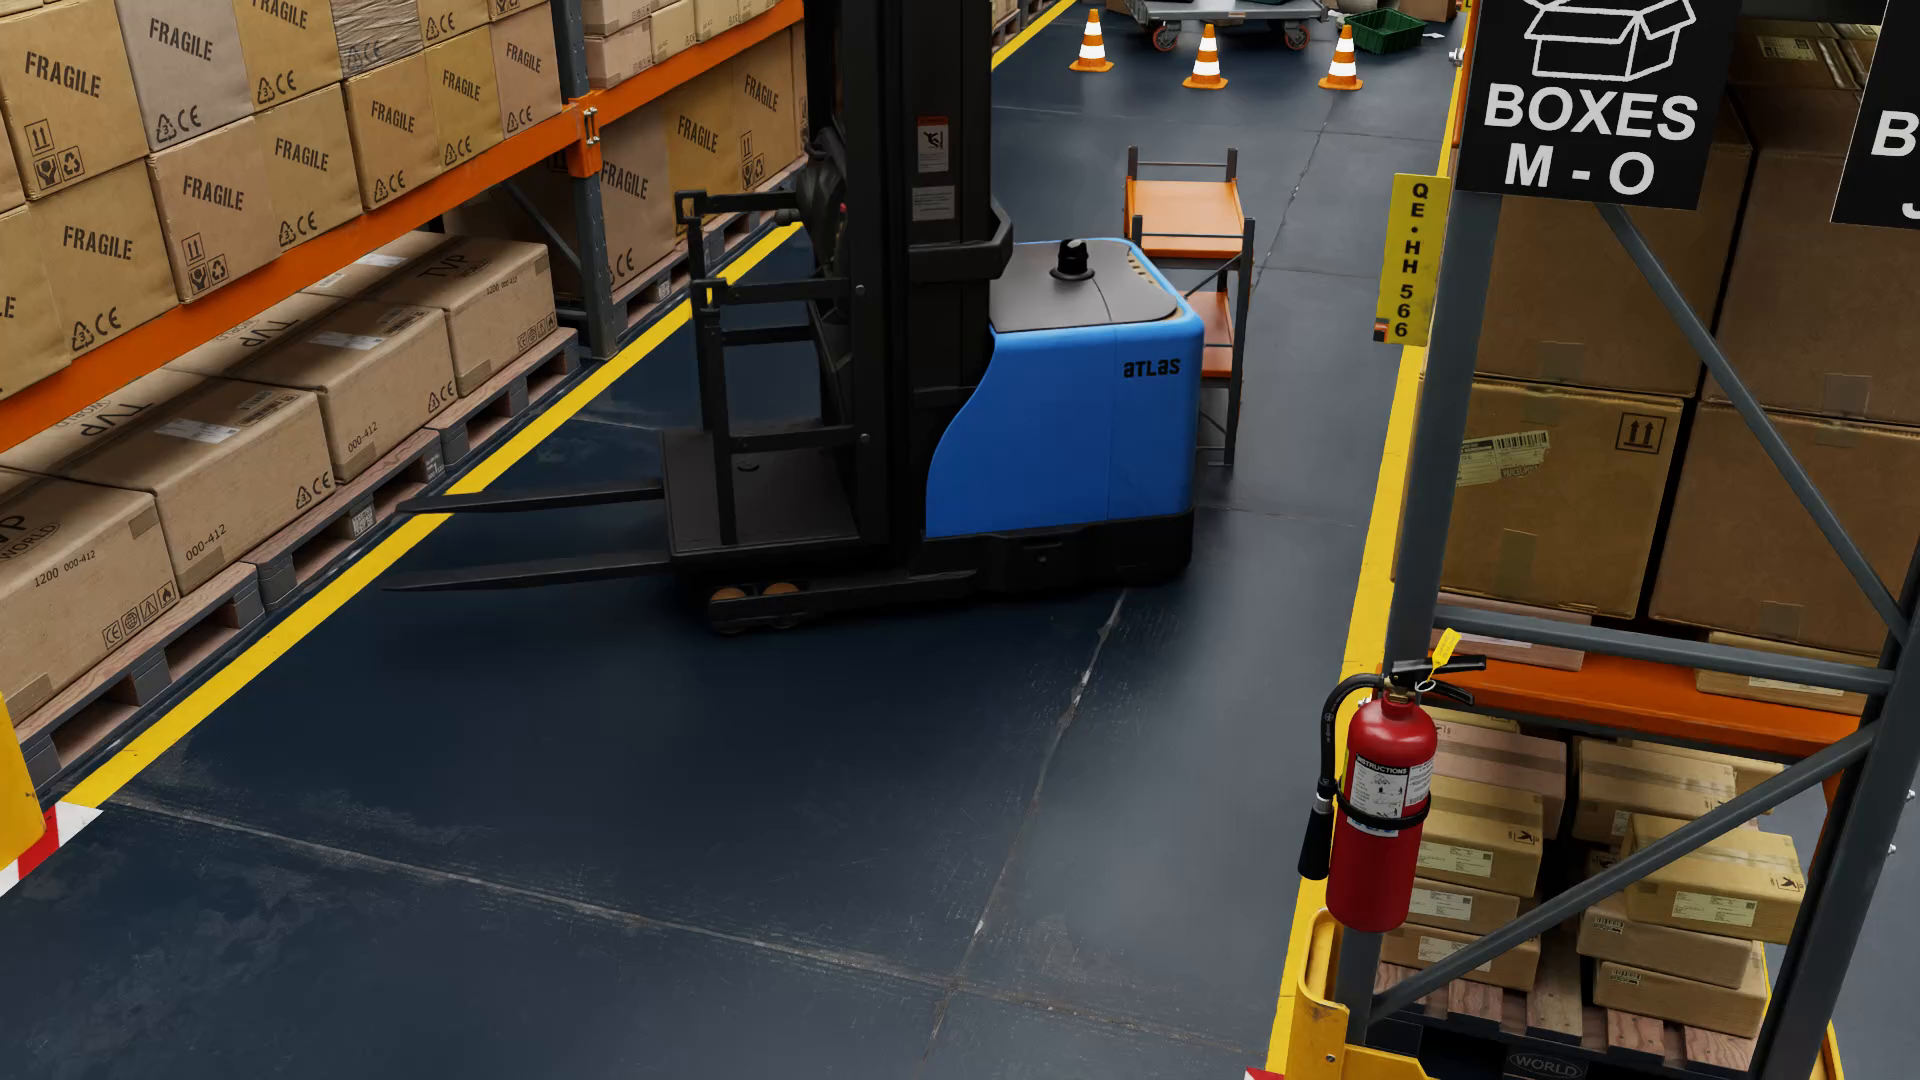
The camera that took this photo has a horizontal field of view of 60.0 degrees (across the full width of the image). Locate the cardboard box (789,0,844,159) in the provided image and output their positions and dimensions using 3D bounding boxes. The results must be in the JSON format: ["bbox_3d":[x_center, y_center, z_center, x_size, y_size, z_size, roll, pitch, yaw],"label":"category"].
[{"bbox_3d":[-1.338,-3.104,10.998,0.875,0.875,0.875,8,30,14],"label":"cardboard box"}]

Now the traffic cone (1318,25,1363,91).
[{"bbox_3d":[3.043,-3.841,13.179,0.336,0.463,0.334,8,30,15],"label":"traffic cone"}]

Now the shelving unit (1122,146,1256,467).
[{"bbox_3d":[0.995,-1.078,7.531,0.538,1.125,1.048,2,29,4],"label":"shelving unit"}]

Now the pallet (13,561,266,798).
[{"bbox_3d":[-3.244,0.396,5.822,1.003,0.211,1.213,8,30,15],"label":"pallet"}]

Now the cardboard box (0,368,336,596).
[{"bbox_3d":[-3.045,-0.252,6.320,0.875,0.438,0.875,9,30,16],"label":"cardboard box"}]

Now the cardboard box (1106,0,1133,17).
[{"bbox_3d":[1.734,-5.229,15.634,0.500,0.500,0.500,-17,34,-28],"label":"cardboard box"}]

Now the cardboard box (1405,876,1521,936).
[{"bbox_3d":[1.240,0.865,4.303,0.380,0.149,0.250,8,30,14],"label":"cardboard box"}]

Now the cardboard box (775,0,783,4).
[{"bbox_3d":[-1.254,-3.349,9.839,0.500,0.250,0.500,8,30,14],"label":"cardboard box"}]

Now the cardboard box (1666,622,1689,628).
[{"bbox_3d":[1.801,0.101,3.741,0.380,0.149,0.250,10,30,17],"label":"cardboard box"}]

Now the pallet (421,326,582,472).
[{"bbox_3d":[-2.528,-0.738,7.860,1.003,0.211,1.213,8,30,15],"label":"pallet"}]

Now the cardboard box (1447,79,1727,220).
[{"bbox_3d":[1.403,-0.875,3.800,0.500,0.500,0.500,7,30,13],"label":"cardboard box"}]

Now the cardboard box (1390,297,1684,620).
[{"bbox_3d":[1.244,-0.200,3.615,0.500,0.500,0.500,9,30,16],"label":"cardboard box"}]

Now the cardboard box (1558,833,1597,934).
[{"bbox_3d":[1.816,0.950,4.457,0.380,0.149,0.250,8,30,15],"label":"cardboard box"}]

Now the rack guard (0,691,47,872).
[{"bbox_3d":[-3.411,0.663,5.043,1.175,0.500,0.348,8,30,15],"label":"rack guard"}]

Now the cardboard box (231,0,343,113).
[{"bbox_3d":[-2.557,-1.817,5.799,0.500,0.500,0.500,9,30,15],"label":"cardboard box"}]

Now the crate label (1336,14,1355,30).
[{"bbox_3d":[3.545,-4.646,14.961,0.298,0.136,0.250,-12,31,-20],"label":"crate label"}]

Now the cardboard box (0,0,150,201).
[{"bbox_3d":[-2.846,-1.344,4.950,0.500,0.500,0.500,8,30,14],"label":"cardboard box"}]

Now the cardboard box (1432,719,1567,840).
[{"bbox_3d":[1.399,0.631,4.419,0.380,0.149,0.250,9,30,16],"label":"cardboard box"}]

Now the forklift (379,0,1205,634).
[{"bbox_3d":[-0.669,-1.215,5.920,3.031,2.935,1.130,-6,30,-10],"label":"forklift"}]

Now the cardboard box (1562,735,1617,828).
[{"bbox_3d":[1.878,0.699,4.602,0.380,0.149,0.250,9,30,16],"label":"cardboard box"}]

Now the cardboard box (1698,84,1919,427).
[{"bbox_3d":[1.743,-0.562,3.238,0.500,0.500,0.500,8,30,15],"label":"cardboard box"}]

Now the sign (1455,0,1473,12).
[{"bbox_3d":[2.000,-2.223,6.470,0.100,0.325,0.005,8,30,15],"label":"sign"}]

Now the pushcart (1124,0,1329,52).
[{"bbox_3d":[2.313,-4.569,14.575,1.648,0.377,0.936,-1,29,-3],"label":"pushcart"}]

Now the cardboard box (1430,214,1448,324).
[{"bbox_3d":[1.539,-0.676,4.470,0.500,0.500,0.500,9,30,15],"label":"cardboard box"}]

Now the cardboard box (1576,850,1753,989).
[{"bbox_3d":[1.757,0.945,4.161,0.380,0.149,0.250,10,31,17],"label":"cardboard box"}]

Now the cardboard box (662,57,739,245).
[{"bbox_3d":[-1.867,-2.275,9.507,0.875,0.875,0.875,9,30,16],"label":"cardboard box"}]

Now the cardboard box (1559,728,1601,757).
[{"bbox_3d":[2.046,0.599,5.089,0.380,0.149,0.250,9,30,15],"label":"cardboard box"}]

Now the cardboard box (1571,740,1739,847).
[{"bbox_3d":[1.802,0.681,4.329,0.380,0.149,0.250,9,30,16],"label":"cardboard box"}]

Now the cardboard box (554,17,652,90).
[{"bbox_3d":[-1.848,-2.400,8.134,0.500,0.250,0.500,8,30,14],"label":"cardboard box"}]

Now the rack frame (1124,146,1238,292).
[{"bbox_3d":[1.033,-1.324,7.974,0.500,1.125,0.032,2,29,4],"label":"rack frame"}]

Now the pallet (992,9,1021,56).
[{"bbox_3d":[-0.109,-4.436,14.508,1.003,0.211,1.213,8,30,15],"label":"pallet"}]

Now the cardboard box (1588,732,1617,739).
[{"bbox_3d":[1.992,0.455,4.735,0.380,0.149,0.250,7,30,12],"label":"cardboard box"}]

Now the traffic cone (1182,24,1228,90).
[{"bbox_3d":[1.964,-3.855,13.203,0.336,0.463,0.334,8,30,15],"label":"traffic cone"}]

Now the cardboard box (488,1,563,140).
[{"bbox_3d":[-2.122,-2.091,7.320,0.500,0.500,0.500,9,30,15],"label":"cardboard box"}]

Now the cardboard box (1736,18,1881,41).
[{"bbox_3d":[2.059,-1.036,4.090,0.500,0.500,0.500,8,30,14],"label":"cardboard box"}]

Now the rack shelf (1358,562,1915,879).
[{"bbox_3d":[1.945,-0.396,5.116,1.077,0.370,4.000,8,30,15],"label":"rack shelf"}]

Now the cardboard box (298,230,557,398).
[{"bbox_3d":[-2.517,-1.086,7.821,0.875,0.438,0.875,8,30,14],"label":"cardboard box"}]

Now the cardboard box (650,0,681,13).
[{"bbox_3d":[-1.705,-2.863,8.450,0.500,0.250,0.500,9,30,16],"label":"cardboard box"}]

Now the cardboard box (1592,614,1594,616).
[{"bbox_3d":[1.292,0.027,3.875,0.380,0.149,0.250,8,30,15],"label":"cardboard box"}]

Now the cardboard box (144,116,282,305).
[{"bbox_3d":[-2.700,-1.139,5.609,0.500,0.500,0.500,8,30,15],"label":"cardboard box"}]

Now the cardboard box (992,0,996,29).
[{"bbox_3d":[-0.241,-4.473,13.977,0.950,0.372,0.625,10,31,18],"label":"cardboard box"}]

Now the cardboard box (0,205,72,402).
[{"bbox_3d":[-2.989,-0.666,4.759,0.500,0.500,0.500,8,30,14],"label":"cardboard box"}]

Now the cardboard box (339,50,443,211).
[{"bbox_3d":[-2.401,-1.615,6.465,0.500,0.500,0.500,8,30,14],"label":"cardboard box"}]

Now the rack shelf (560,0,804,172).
[{"bbox_3d":[-1.643,-2.914,9.643,1.077,0.370,4.000,8,30,15],"label":"rack shelf"}]

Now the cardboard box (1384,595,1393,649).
[{"bbox_3d":[1.516,0.248,5.107,0.380,0.149,0.250,10,31,17],"label":"cardboard box"}]

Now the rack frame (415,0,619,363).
[{"bbox_3d":[-2.230,-2.299,7.797,1.000,3.000,0.127,8,30,15],"label":"rack frame"}]

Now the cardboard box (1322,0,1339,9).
[{"bbox_3d":[3.624,-5.224,15.868,0.396,0.266,0.258,14,32,23],"label":"cardboard box"}]

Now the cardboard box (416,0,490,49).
[{"bbox_3d":[-2.261,-2.286,6.643,0.500,0.500,0.500,8,30,14],"label":"cardboard box"}]

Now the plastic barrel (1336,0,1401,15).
[{"bbox_3d":[3.747,-4.978,15.263,0.421,0.421,0.512,-17,34,-28],"label":"plastic barrel"}]

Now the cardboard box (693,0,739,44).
[{"bbox_3d":[-1.532,-2.877,8.990,0.500,0.250,0.500,8,30,14],"label":"cardboard box"}]

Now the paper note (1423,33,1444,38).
[{"bbox_3d":[4.212,-4.502,14.811,0.147,0.020,0.142,-12,31,-20],"label":"paper note"}]

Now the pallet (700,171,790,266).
[{"bbox_3d":[-1.719,-2.019,10.162,1.003,0.211,1.213,8,30,15],"label":"pallet"}]

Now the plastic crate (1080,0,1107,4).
[{"bbox_3d":[1.363,-5.354,16.291,0.402,0.080,0.583,-1,29,-3],"label":"plastic crate"}]

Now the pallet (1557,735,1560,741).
[{"bbox_3d":[2.012,0.465,5.697,1.003,0.211,1.213,8,30,15],"label":"pallet"}]

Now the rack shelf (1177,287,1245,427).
[{"bbox_3d":[0.995,-0.864,7.650,0.538,0.278,1.000,2,29,4],"label":"rack shelf"}]

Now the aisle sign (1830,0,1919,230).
[{"bbox_3d":[1.623,-0.840,2.501,0.394,0.787,0.004,8,30,15],"label":"aisle sign"}]

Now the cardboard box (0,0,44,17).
[{"bbox_3d":[-2.840,-1.566,4.681,0.380,0.149,0.250,9,30,16],"label":"cardboard box"}]

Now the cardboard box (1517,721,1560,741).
[{"bbox_3d":[1.568,0.514,4.936,0.380,0.149,0.250,8,30,14],"label":"cardboard box"}]
